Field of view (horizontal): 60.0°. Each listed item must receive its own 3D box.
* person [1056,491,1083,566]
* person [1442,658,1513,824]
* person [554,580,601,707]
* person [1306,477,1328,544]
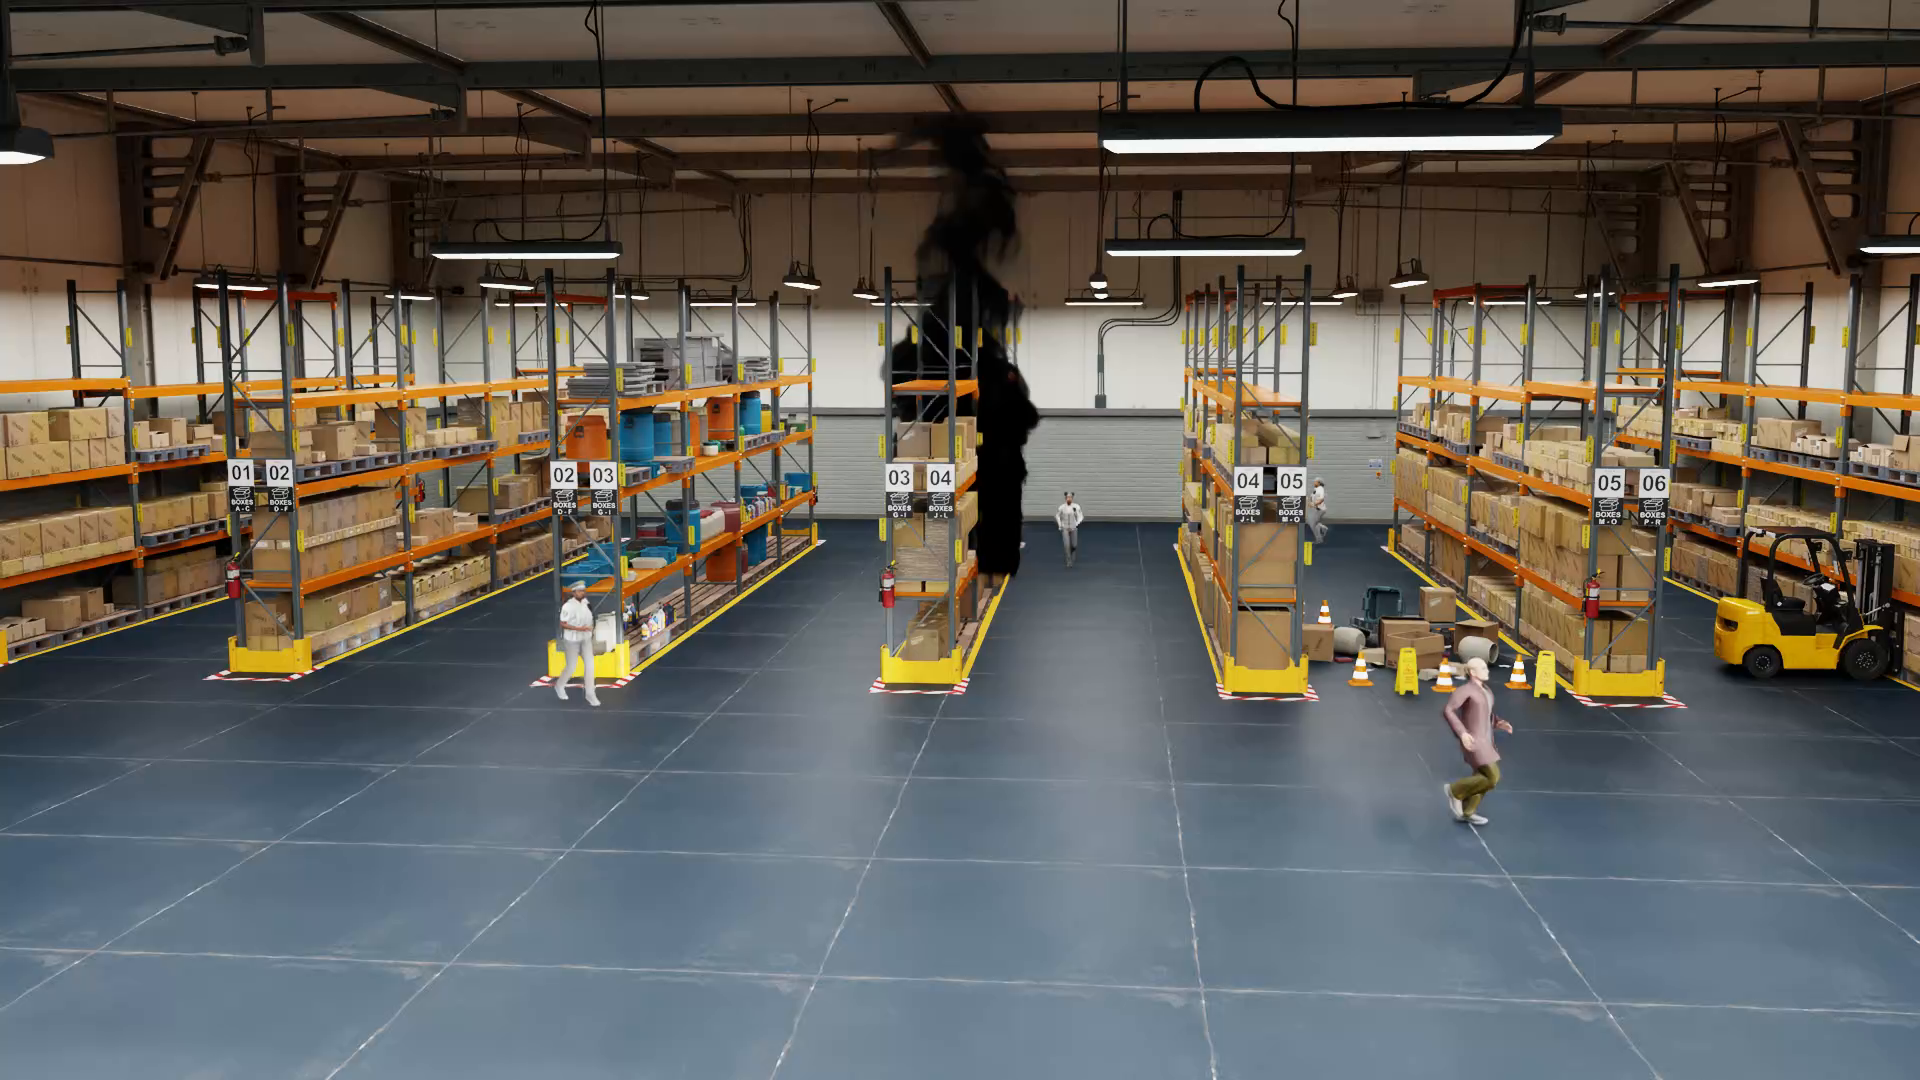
[{"bbox_3d":[2.353,-0.262,36.606,0.506,1.654,0.599,0,7,4],"label":"person"},{"bbox_3d":[5.339,2.075,17.085,0.628,1.732,0.704,6,9,38],"label":"person"},{"bbox_3d":[-5.259,1.407,22.839,0.809,1.729,0.595,6,9,40],"label":"person"},{"bbox_3d":[8.744,-0.725,40.647,0.552,1.628,0.617,1,7,7],"label":"person"}]
